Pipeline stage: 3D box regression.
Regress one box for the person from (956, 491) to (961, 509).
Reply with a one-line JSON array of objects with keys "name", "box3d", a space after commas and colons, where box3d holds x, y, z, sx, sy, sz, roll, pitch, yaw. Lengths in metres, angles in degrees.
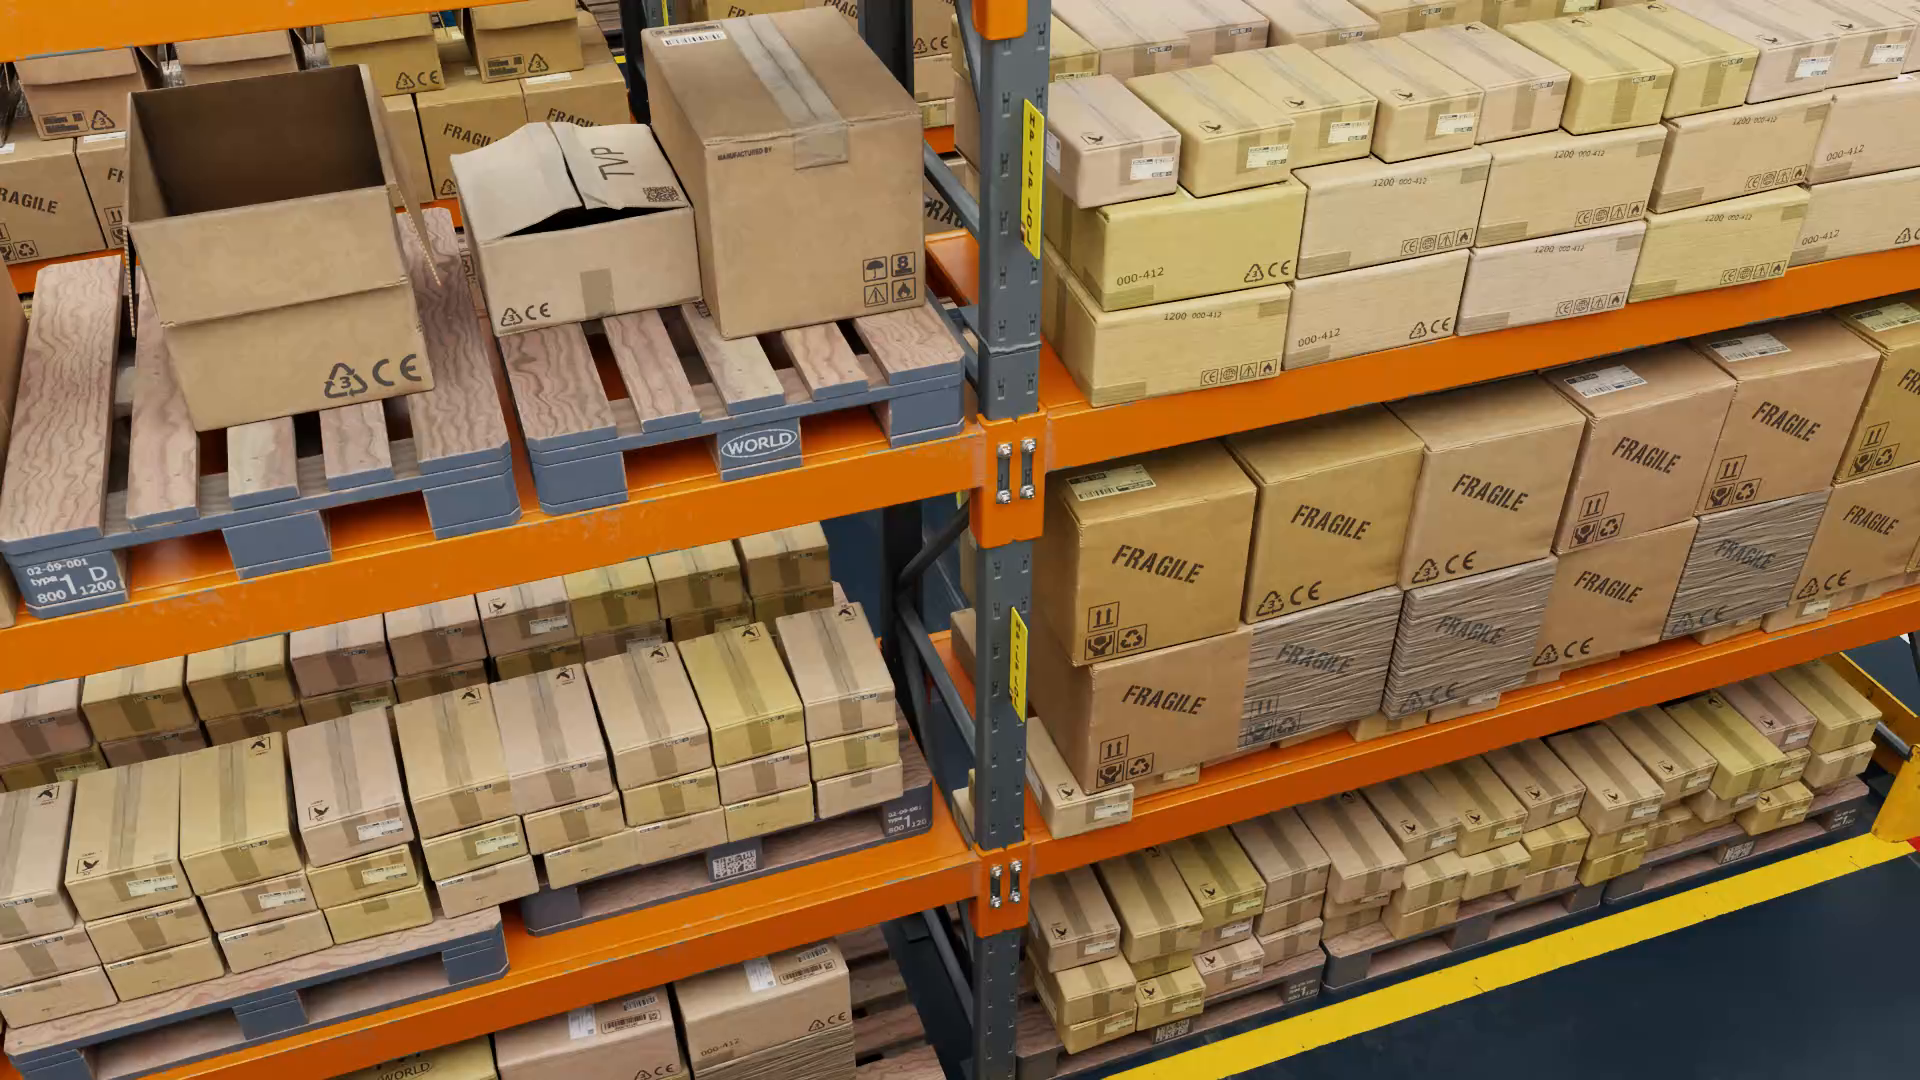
[{"name": "person", "box3d": [0.241, -0.095, 6.875, 0.575, 1.768, 0.625, -8, 38, -11]}]
